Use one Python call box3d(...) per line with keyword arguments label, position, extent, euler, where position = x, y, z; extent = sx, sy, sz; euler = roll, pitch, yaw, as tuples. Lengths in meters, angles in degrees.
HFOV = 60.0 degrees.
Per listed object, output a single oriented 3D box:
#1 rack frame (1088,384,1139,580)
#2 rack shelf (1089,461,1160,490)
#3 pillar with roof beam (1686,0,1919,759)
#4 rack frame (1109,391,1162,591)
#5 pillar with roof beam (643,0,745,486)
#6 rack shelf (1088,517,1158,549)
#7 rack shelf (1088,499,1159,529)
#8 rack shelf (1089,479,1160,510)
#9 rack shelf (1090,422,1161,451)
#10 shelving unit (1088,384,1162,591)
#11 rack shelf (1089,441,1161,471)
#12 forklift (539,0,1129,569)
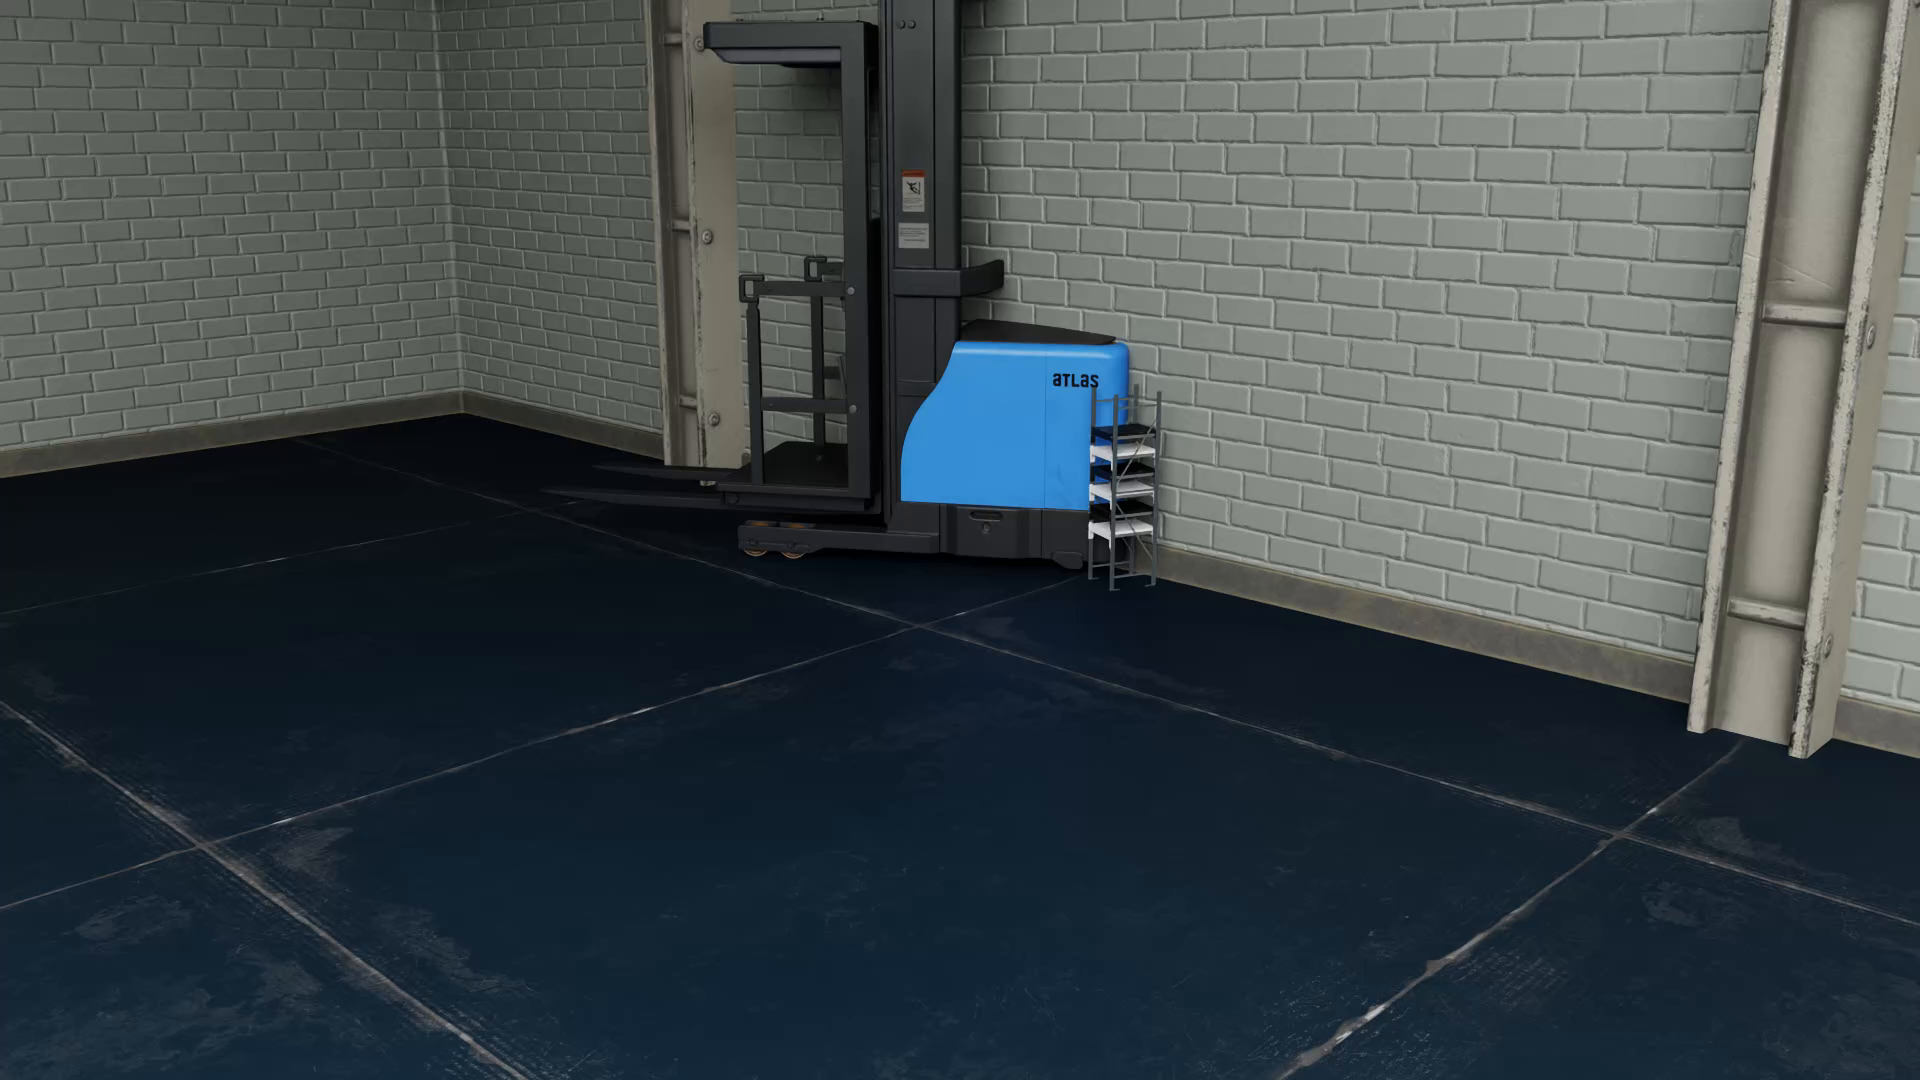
box3d(label="rack frame", position=(0.705, -0.263, 7.658), extent=(0.240, 0.900, 0.006), euler=(-6, 16, -23))
box3d(label="rack shelf", position=(0.746, -0.295, 7.553), extent=(0.258, 0.077, 0.200), euler=(-6, 16, -23))
box3d(label="pillar with roof beam", position=(-0.179, -2.898, 1.706), extent=(0.400, 9.000, 9.100), euler=(14, 20, 42))
box3d(label="rack frame", position=(0.788, -0.216, 7.478), extent=(0.240, 0.900, 0.006), euler=(-6, 16, -23))
box3d(label="pillar with roof beam", position=(-4.498, -3.948, 5.736), extent=(0.400, 9.000, 9.100), euler=(14, 20, 42))
box3d(label="rack shelf", position=(0.746, -0.033, 7.621), extent=(0.258, 0.077, 0.200), euler=(-6, 16, -23))
box3d(label="rack shelf", position=(0.746, -0.120, 7.599), extent=(0.258, 0.077, 0.200), euler=(-6, 16, -23))
box3d(label="rack shelf", position=(0.746, -0.208, 7.576), extent=(0.258, 0.077, 0.200), euler=(-6, 16, -23))
box3d(label="rack shelf", position=(0.746, -0.469, 7.508), extent=(0.258, 0.077, 0.200), euler=(-6, 16, -23))
box3d(label="shelving unit", position=(0.746, -0.240, 7.568), extent=(0.258, 0.900, 0.210), euler=(-6, 16, -23))
box3d(label="rack shelf", position=(0.746, -0.382, 7.531), extent=(0.258, 0.077, 0.200), euler=(-6, 16, -23))
box3d(label="forklift", position=(-0.610, -1.453, 8.197), extent=(3.031, 2.935, 1.130), euler=(3, 15, 12))
